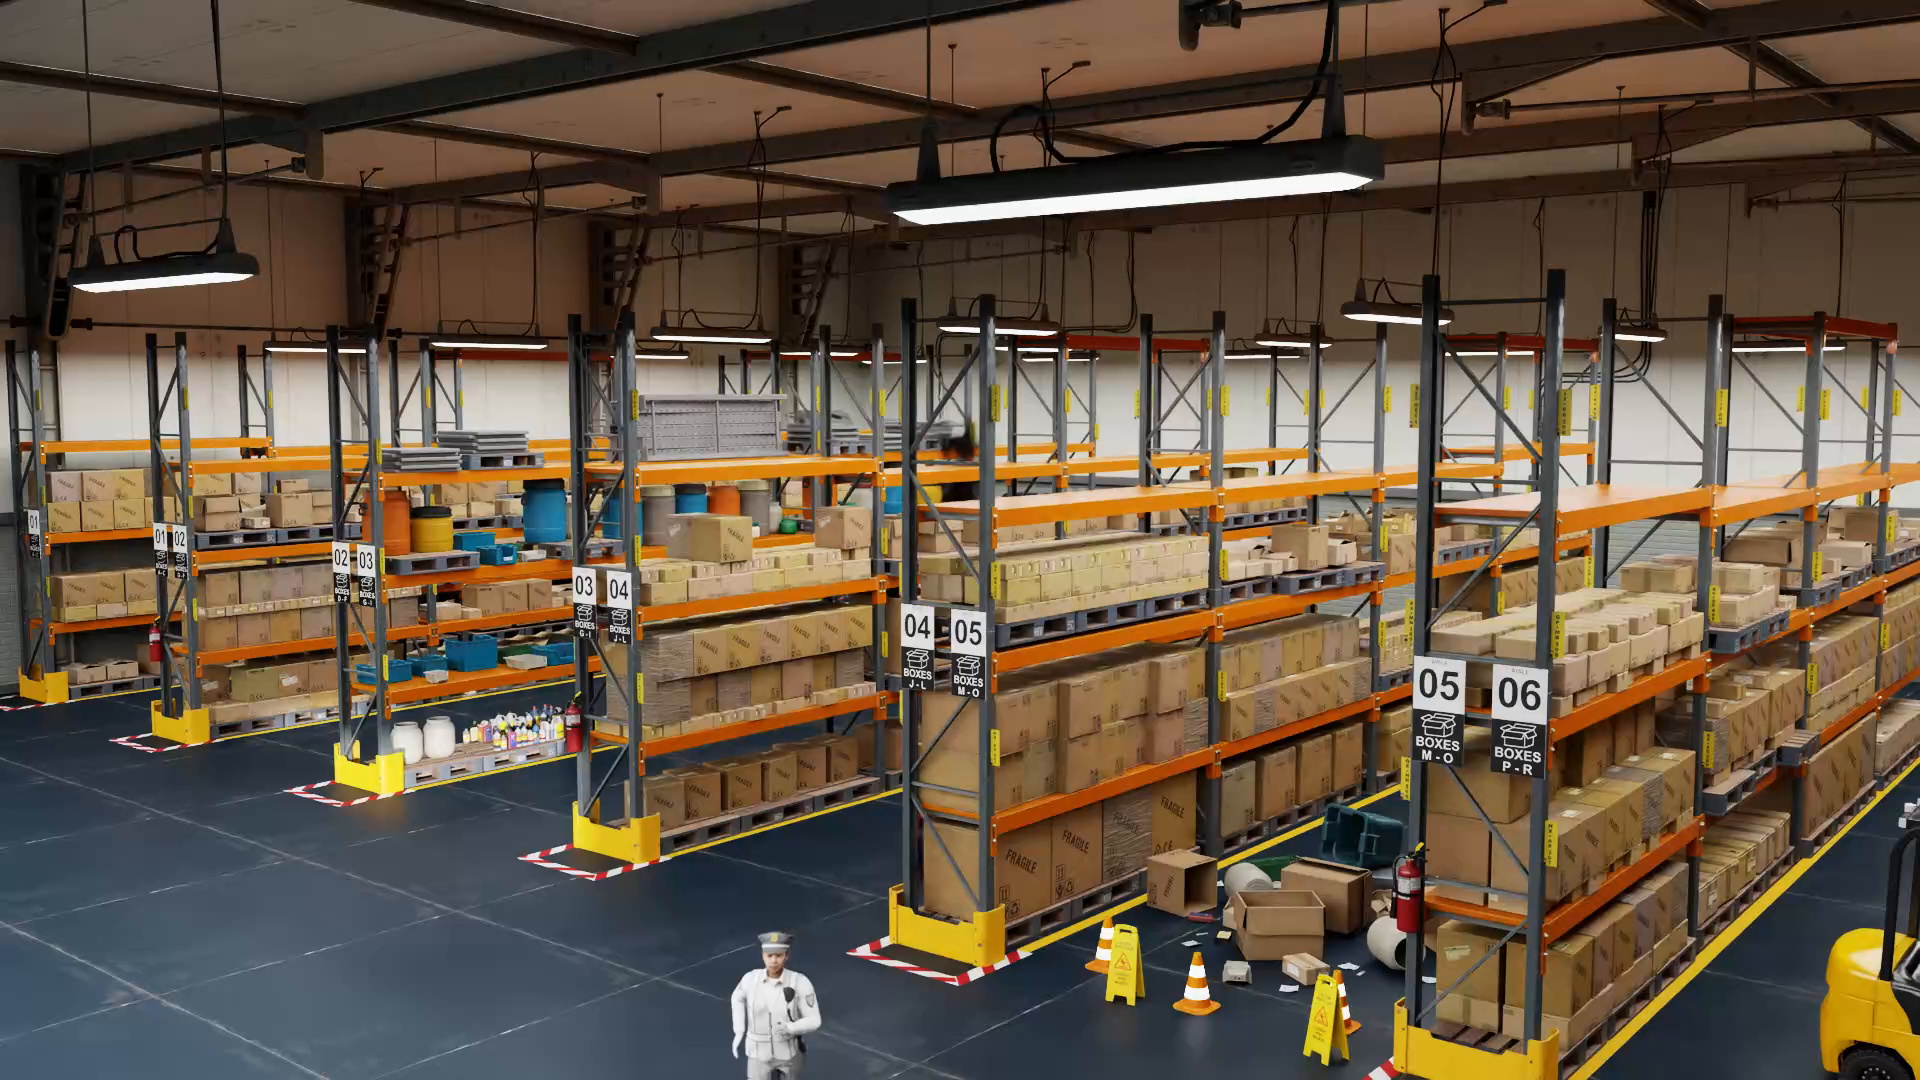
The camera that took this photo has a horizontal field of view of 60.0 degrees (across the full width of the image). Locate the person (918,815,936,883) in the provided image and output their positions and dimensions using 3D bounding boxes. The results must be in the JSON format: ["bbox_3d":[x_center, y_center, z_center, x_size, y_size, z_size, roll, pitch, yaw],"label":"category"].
[{"bbox_3d":[-0.286,2.782,17.525,0.576,1.697,0.719,3,6,29],"label":"person"}]

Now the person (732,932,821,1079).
[{"bbox_3d":[-1.187,3.348,10.713,0.596,1.730,0.848,0,5,-3],"label":"person"}]
